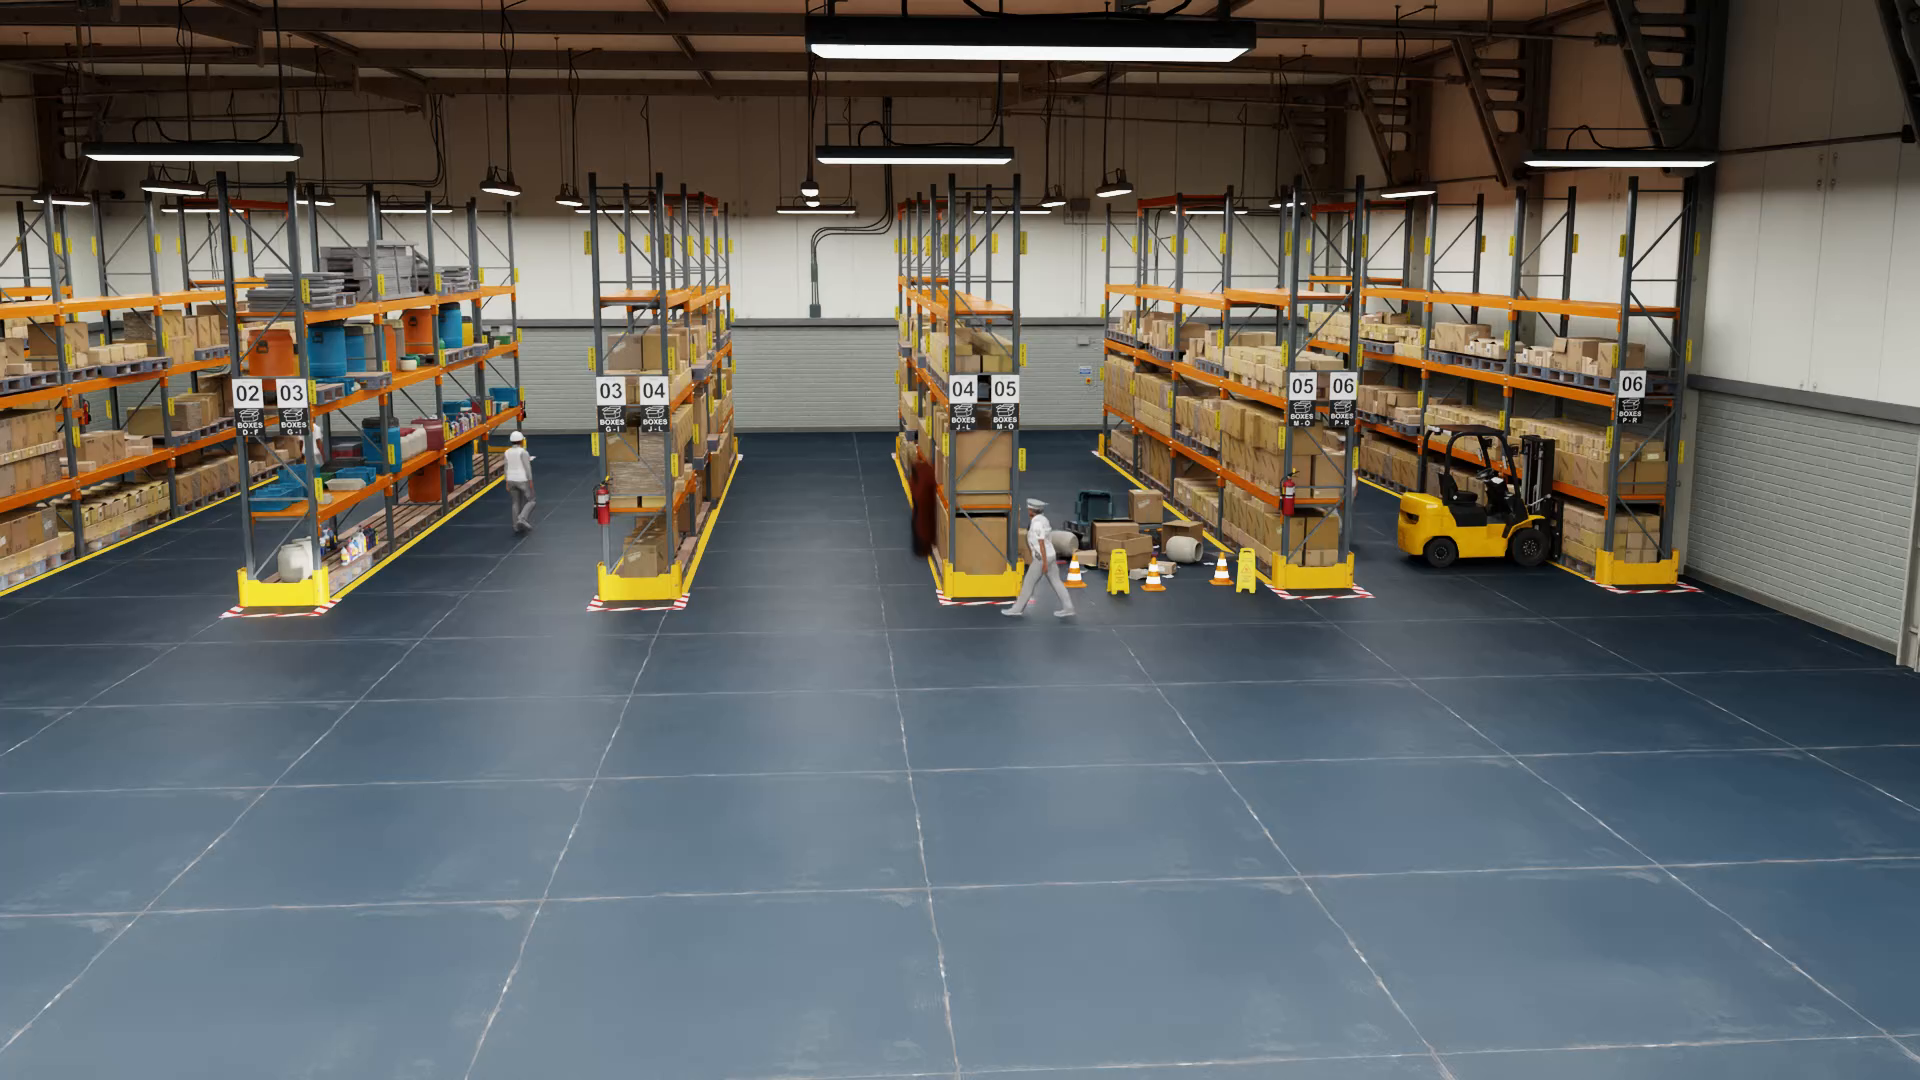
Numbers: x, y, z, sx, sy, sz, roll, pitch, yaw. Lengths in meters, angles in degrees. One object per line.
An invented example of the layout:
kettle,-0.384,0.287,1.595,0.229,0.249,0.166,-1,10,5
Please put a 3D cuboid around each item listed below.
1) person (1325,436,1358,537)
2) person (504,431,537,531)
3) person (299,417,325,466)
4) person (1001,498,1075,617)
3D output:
person,6.640,-0.894,28.807,0.577,1.805,0.408,-5,11,-28
person,-7.833,-1.035,29.476,0.567,1.776,0.479,4,11,24
person,-13.042,-1.728,33.443,0.608,1.768,0.509,5,11,28
person,1.073,0.241,22.575,1.003,1.592,0.520,3,10,16
